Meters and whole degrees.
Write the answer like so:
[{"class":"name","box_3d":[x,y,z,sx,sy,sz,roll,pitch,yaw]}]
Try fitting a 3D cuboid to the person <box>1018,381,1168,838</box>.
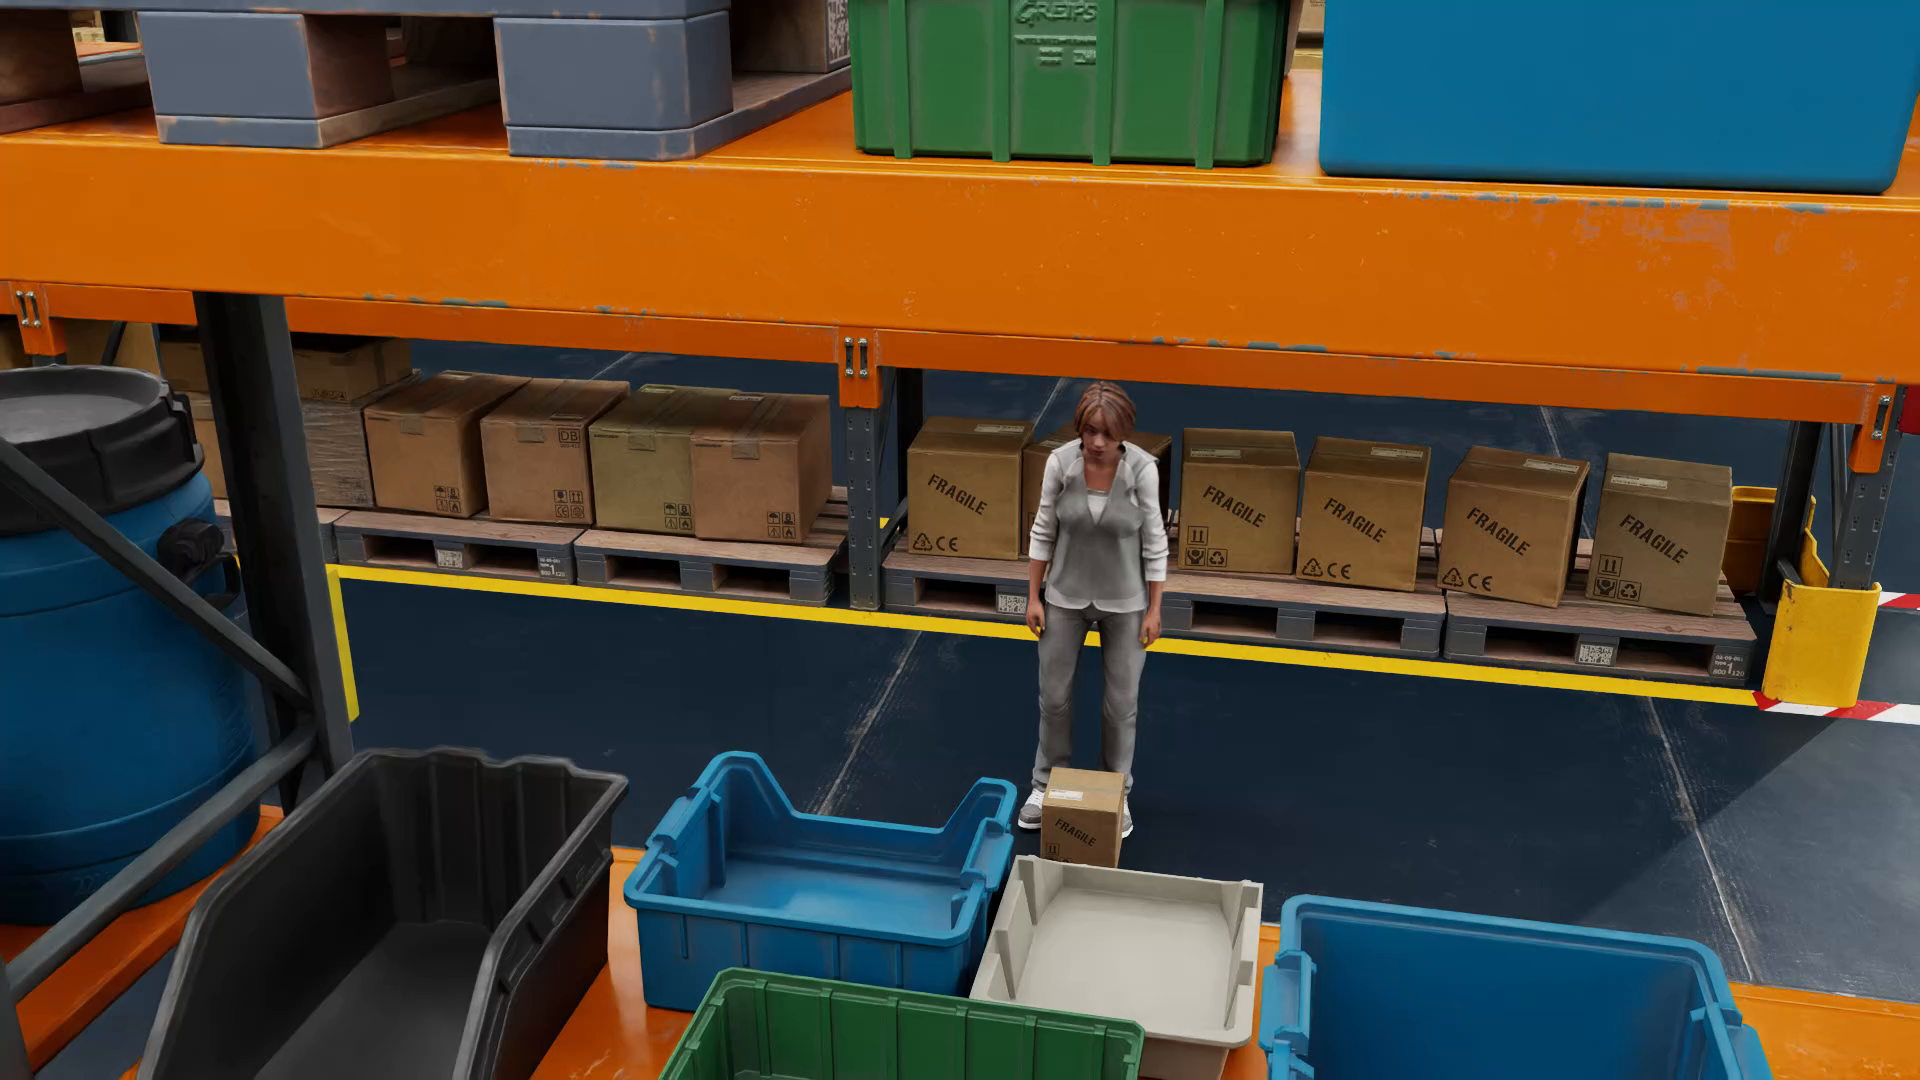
[{"class":"person","box_3d":[-8.709,-2.548,6.534,19.197,6.000,24.908,4,22,11]}]
